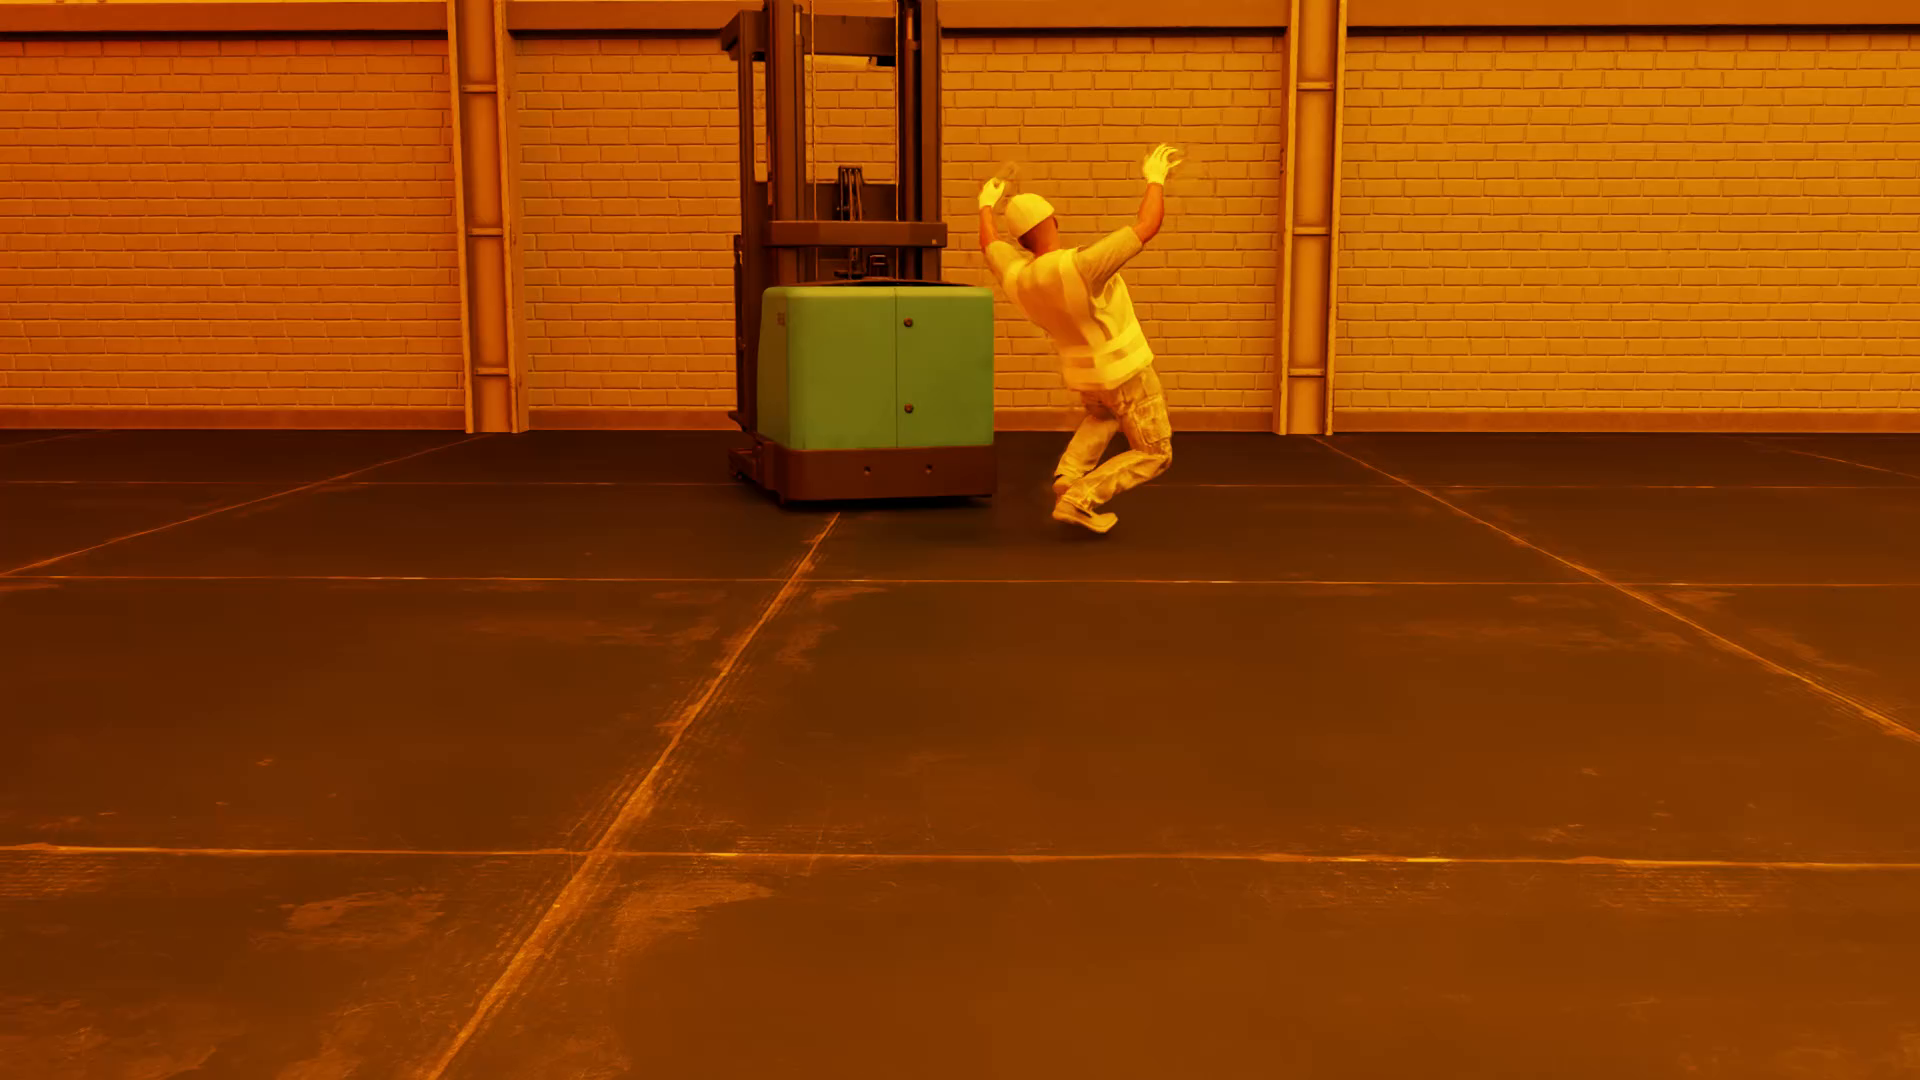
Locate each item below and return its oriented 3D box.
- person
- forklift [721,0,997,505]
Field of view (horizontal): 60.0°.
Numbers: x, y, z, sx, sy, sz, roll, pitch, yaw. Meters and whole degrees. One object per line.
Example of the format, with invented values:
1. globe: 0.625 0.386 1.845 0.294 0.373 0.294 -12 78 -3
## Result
1. person: 0.476 -0.866 7.313 0.796 1.688 1.078 -6 11 -35
2. forklift: -0.704 -1.801 9.210 1.130 2.935 3.031 -2 9 -15
